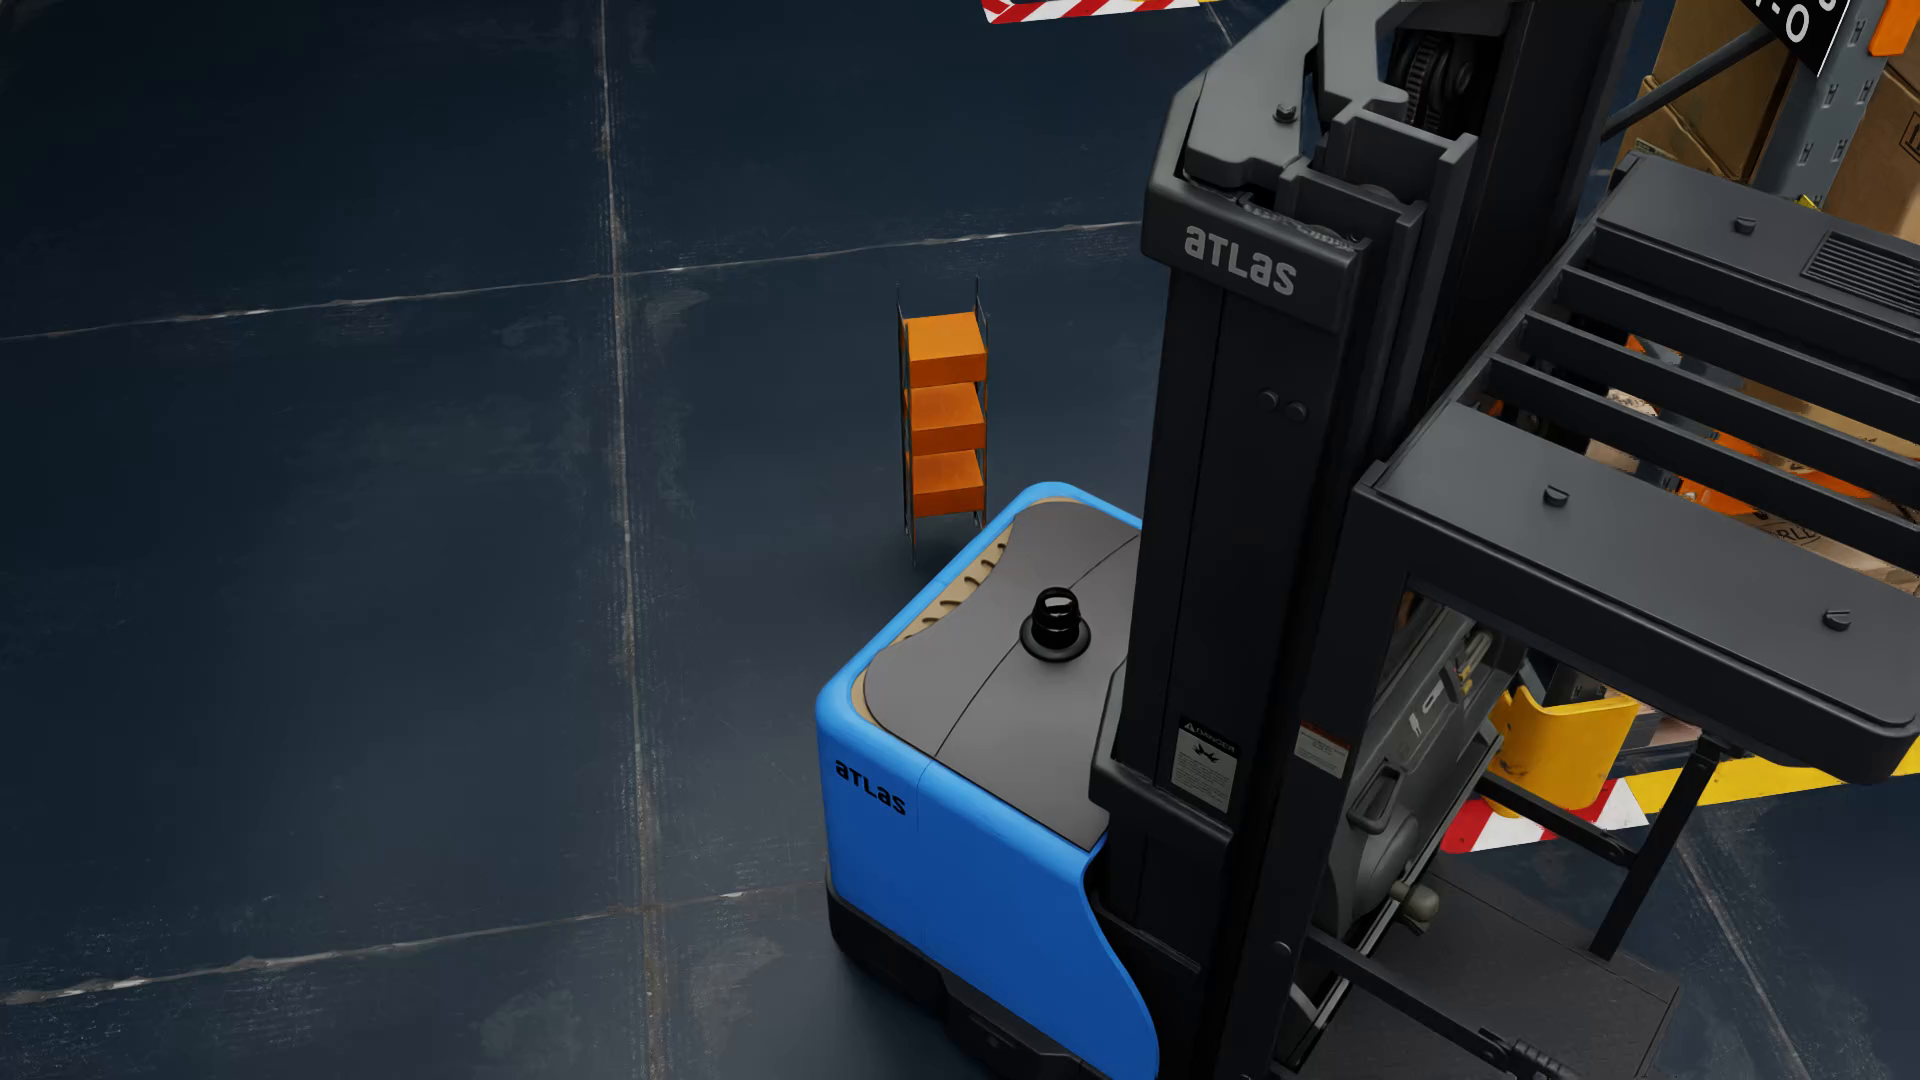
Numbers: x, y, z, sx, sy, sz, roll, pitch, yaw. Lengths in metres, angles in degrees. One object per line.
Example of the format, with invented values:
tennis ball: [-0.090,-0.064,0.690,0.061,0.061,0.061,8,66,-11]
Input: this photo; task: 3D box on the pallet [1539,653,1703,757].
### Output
pallet: [2.461,0.171,5.439,1.213,0.211,1.003,-7,46,-7]

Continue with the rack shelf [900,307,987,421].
rack shelf: [-0.053,-0.547,5.169,0.240,0.259,0.215,-7,46,-7]

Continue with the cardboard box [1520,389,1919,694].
cardboard box: [2.319,-0.052,5.204,0.875,0.438,0.875,-9,47,-8]

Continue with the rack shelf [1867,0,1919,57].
rack shelf: [3.657,-1.680,3.702,4.000,0.370,1.077,-7,46,-7]

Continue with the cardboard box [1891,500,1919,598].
cardboard box: [3.220,-0.170,5.318,0.875,0.438,0.875,-6,46,-6]

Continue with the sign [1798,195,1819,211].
sign: [1.775,-0.576,3.566,0.005,0.325,0.100,-7,46,-7]

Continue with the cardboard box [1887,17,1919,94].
cardboard box: [2.083,-1.097,3.509,0.250,0.149,0.380,-6,46,-6]

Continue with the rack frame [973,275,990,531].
rack frame: [0.067,-0.373,5.380,0.008,1.050,0.200,-7,46,-7]

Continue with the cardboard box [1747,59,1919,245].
cardboard box: [2.208,-0.881,3.752,0.500,0.500,0.500,-8,47,-8]

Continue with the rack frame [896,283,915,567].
rack frame: [-0.173,-0.343,5.351,0.008,1.050,0.200,-7,46,-7]

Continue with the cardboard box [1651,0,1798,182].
cardboard box: [2.120,-1.253,4.110,0.500,0.500,0.500,-6,46,-5]

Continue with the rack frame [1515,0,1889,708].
rack frame: [1.686,-0.643,4.286,0.127,3.000,1.000,-7,46,-7]

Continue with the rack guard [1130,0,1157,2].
rack guard: [0.911,-3.307,8.589,0.348,0.500,1.175,-7,46,-7]

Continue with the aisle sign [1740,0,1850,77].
aisle sign: [1.665,-1.330,3.143,0.004,0.787,0.394,-7,46,-7]

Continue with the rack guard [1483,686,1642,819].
rack guard: [1.662,0.227,5.184,0.348,0.500,1.175,-7,46,-7]

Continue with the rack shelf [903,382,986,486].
rack shelf: [-0.053,-0.350,5.373,0.240,0.259,0.215,-7,46,-7]

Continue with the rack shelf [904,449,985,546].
rack shelf: [-0.053,-0.158,5.573,0.240,0.259,0.215,-7,46,-7]

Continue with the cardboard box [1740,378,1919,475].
cardboard box: [2.208,-0.533,4.111,0.500,0.500,0.500,-7,47,-7]

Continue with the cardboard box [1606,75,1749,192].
cardboard box: [2.116,-0.925,4.488,0.500,0.500,0.500,-7,46,-7]

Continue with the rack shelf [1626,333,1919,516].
rack shelf: [3.657,-0.639,4.782,4.000,0.370,1.077,-7,46,-7]

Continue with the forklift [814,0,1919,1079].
forklift: [1.126,0.456,3.275,3.031,2.935,1.130,28,52,24]

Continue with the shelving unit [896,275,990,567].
shelving unit: [-0.053,-0.358,5.366,0.252,1.050,0.215,-7,46,-7]
